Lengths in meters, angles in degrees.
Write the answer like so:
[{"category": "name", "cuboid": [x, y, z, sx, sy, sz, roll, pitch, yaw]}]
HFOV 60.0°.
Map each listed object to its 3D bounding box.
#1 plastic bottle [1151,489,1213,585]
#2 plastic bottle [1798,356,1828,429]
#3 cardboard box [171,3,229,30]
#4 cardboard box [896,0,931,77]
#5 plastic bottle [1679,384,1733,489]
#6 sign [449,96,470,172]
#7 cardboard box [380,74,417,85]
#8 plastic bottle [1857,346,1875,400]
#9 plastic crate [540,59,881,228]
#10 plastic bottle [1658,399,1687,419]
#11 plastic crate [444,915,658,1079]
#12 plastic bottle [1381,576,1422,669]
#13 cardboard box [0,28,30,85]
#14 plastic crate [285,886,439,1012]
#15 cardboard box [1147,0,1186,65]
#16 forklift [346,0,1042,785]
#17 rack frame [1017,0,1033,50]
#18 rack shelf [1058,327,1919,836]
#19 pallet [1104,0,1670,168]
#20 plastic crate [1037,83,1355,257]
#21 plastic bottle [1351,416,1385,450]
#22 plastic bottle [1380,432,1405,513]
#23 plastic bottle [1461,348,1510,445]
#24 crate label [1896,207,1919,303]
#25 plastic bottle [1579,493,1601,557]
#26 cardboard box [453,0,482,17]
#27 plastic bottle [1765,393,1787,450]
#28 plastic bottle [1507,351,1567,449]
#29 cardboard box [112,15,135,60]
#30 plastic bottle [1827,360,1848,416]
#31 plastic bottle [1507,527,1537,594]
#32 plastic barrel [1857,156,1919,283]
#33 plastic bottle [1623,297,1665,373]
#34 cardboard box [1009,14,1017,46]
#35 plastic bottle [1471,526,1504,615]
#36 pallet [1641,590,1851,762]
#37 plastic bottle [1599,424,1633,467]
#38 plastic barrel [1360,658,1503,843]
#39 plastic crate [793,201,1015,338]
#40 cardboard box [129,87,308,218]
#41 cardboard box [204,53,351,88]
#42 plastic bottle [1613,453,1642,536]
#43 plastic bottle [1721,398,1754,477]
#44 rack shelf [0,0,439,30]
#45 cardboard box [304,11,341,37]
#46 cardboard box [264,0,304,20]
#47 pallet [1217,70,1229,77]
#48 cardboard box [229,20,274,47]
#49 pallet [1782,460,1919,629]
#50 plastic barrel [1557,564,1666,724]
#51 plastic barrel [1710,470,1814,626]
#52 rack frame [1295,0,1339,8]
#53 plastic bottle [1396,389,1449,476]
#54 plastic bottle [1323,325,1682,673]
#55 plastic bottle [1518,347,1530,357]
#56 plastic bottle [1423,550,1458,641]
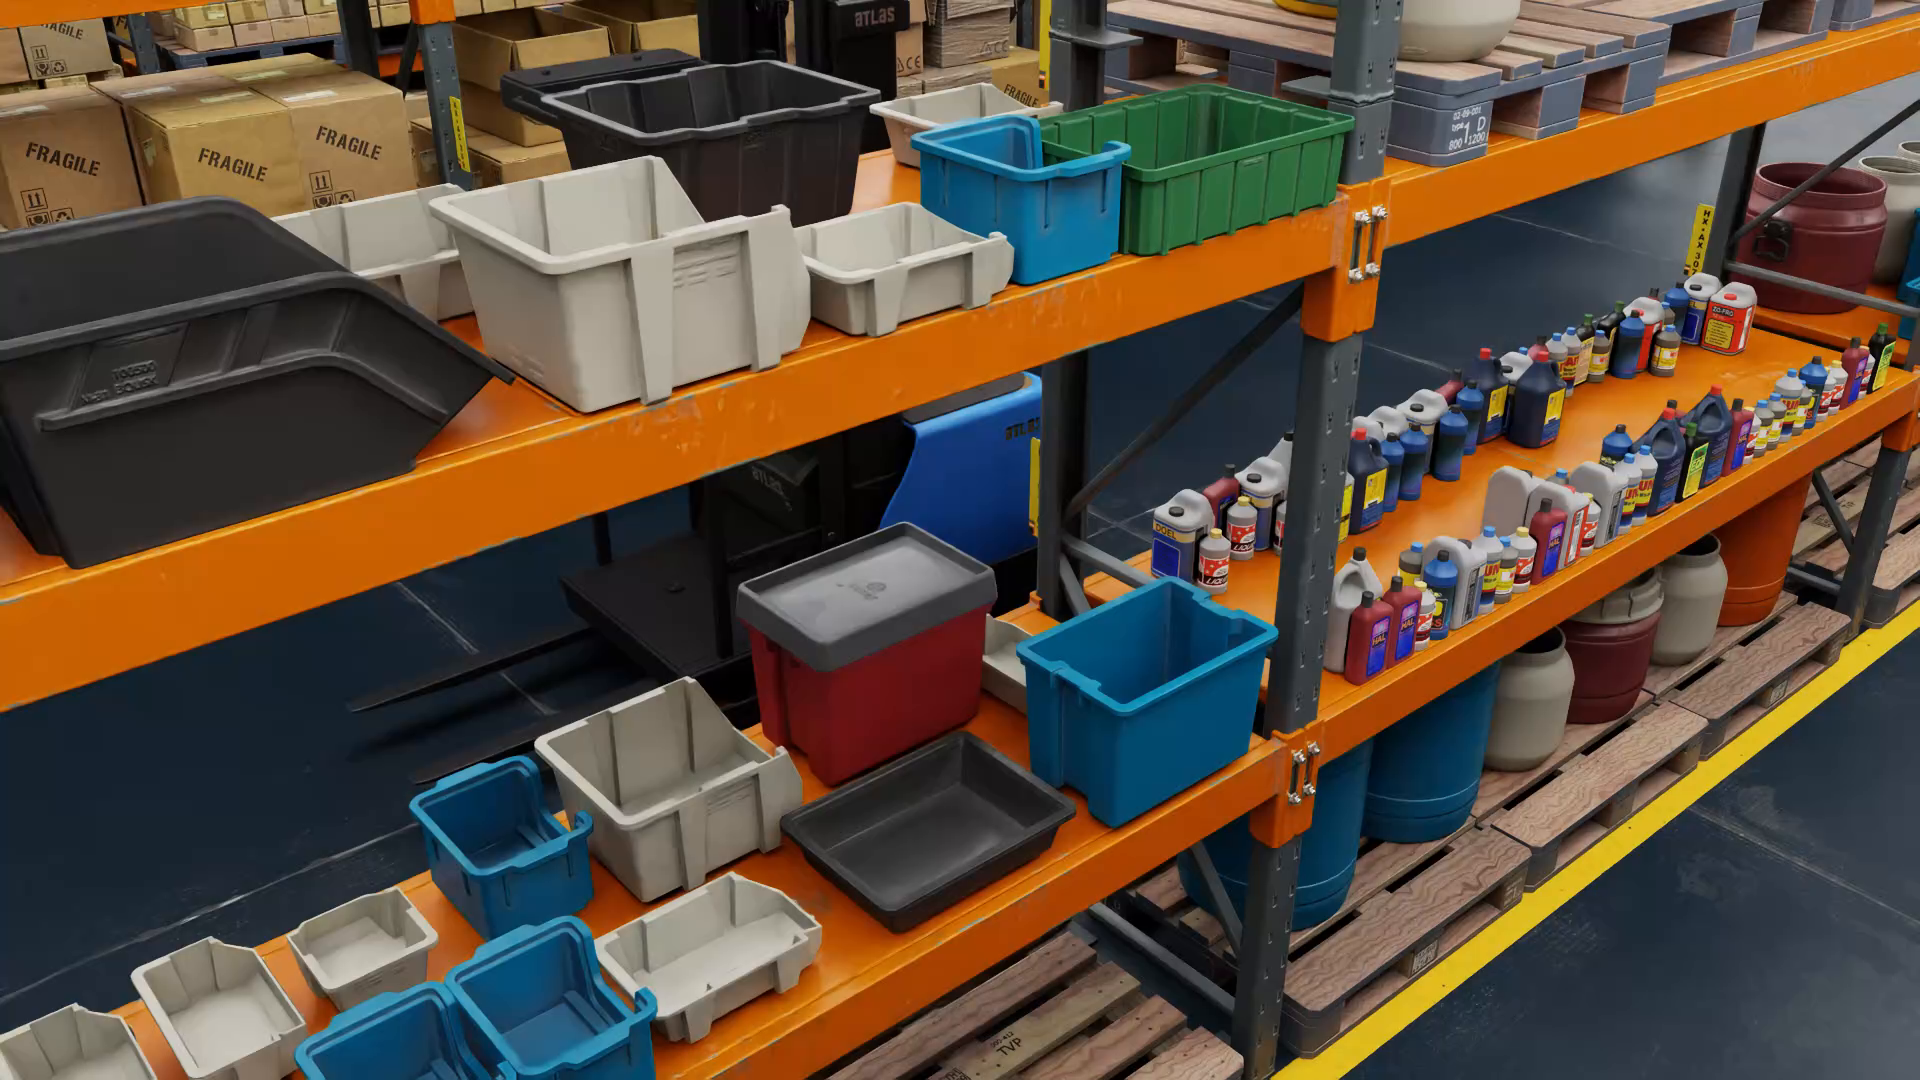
[{"category": "plastic bottle", "cuboid": [0.694, -0.011, 5.220, 0.135, 0.276, 0.152, -22, 35, -35]}, {"category": "plastic bottle", "cuboid": [3.193, -0.561, 6.253, 0.097, 0.271, 0.097, 0, 28, 0]}, {"category": "cardboard box", "cuboid": [-5.155, -3.576, 11.264, 0.250, 0.149, 0.380, -21, 35, -34]}, {"category": "cardboard box", "cuboid": [-0.632, -2.899, 9.322, 0.637, 0.503, 0.797, -21, 35, -34]}, {"category": "plastic bottle", "cuboid": [2.598, -0.371, 5.814, 0.185, 0.351, 0.144, -22, 35, -35]}, {"category": "sign", "cuboid": [-2.250, -1.823, 7.477, 0.005, 0.325, 0.100, -22, 35, -35]}, {"category": "cardboard box", "cuboid": [-4.558, -3.466, 12.964, 0.500, 0.250, 0.500, -24, 36, -37]}, {"category": "plastic bottle", "cuboid": [3.516, -0.660, 6.513, 0.097, 0.201, 0.097, 0, 28, 0]}, {"category": "plastic crate", "cuboid": [-0.519, -0.813, 3.545, 0.590, 0.269, 0.497, -22, 35, -35]}, {"category": "plastic bottle", "cuboid": [2.512, -0.370, 5.884, 0.133, 0.283, 0.061, -22, 35, -35]}, {"category": "plastic crate", "cuboid": [-0.808, 0.990, 3.330, 0.300, 0.233, 0.416, -22, 35, -35]}, {"category": "plastic bottle", "cuboid": [1.261, 0.222, 4.776, 0.133, 0.283, 0.061, -22, 35, -35]}, {"category": "cardboard box", "cuboid": [-6.334, -3.182, 10.600, 0.500, 0.500, 0.500, -23, 36, -36]}, {"category": "plastic crate", "cuboid": [-1.297, 0.895, 3.609, 0.250, 0.136, 0.298, -22, 35, -35]}, {"category": "cardboard box", "cuboid": [1.177, -3.444, 10.961, 0.500, 0.500, 0.700, -16, 32, -28]}, {"category": "forklift", "cuboid": [-1.041, -0.771, 6.584, 3.031, 2.935, 1.130, -21, 35, -34]}, {"category": "rack frame", "cuboid": [0.333, -5.862, 16.036, 0.127, 3.000, 1.000, -22, 35, -35]}, {"category": "rack shelf", "cuboid": [2.125, -0.124, 6.062, 4.000, 0.370, 1.077, -22, 35, -35]}, {"category": "pallet", "cuboid": [1.137, -1.344, 4.600, 1.003, 0.211, 1.213, -22, 35, -35]}, {"category": "plastic crate", "cuboid": [0.478, -0.821, 3.646, 0.662, 0.188, 0.450, -22, 35, -35]}, {"category": "plastic bottle", "cuboid": [1.355, -0.277, 5.718, 0.135, 0.276, 0.152, -22, 35, -35]}, {"category": "plastic bottle", "cuboid": [1.450, -0.236, 5.646, 0.097, 0.271, 0.097, 0, 28, 0]}, {"category": "plastic bottle", "cuboid": [1.929, -0.543, 6.136, 0.185, 0.351, 0.144, -22, 35, -35]}, {"category": "crate label", "cuboid": [4.578, -1.275, 7.417, 0.616, 0.435, 0.502, -22, 35, -35]}, {"category": "plastic bottle", "cuboid": [2.013, -0.056, 5.382, 0.097, 0.201, 0.097, 0, 28, 0]}, {"category": "cardboard box", "cuboid": [-3.767, -4.006, 12.385, 0.250, 0.149, 0.380, -21, 34, -33]}, {"category": "plastic bottle", "cuboid": [2.970, -0.440, 6.102, 0.097, 0.201, 0.097, 0, 28, 0]}, {"category": "plastic bottle", "cuboid": [2.130, -0.530, 6.111, 0.185, 0.351, 0.144, -22, 35, -35]}, {"category": "cardboard box", "cuboid": [-7.941, -4.904, 16.053, 0.875, 0.875, 0.875, -21, 34, -34]}, {"category": "plastic bottle", "cuboid": [3.341, -0.589, 6.381, 0.097, 0.201, 0.097, 0, 28, 0]}, {"category": "plastic bottle", "cuboid": [1.736, 0.056, 5.173, 0.097, 0.201, 0.097, 0, 28, 0]}, {"category": "plastic barrel", "cuboid": [4.291, -1.494, 7.744, 0.421, 0.512, 0.421, 0, 28, 0]}, {"category": "plastic bottle", "cuboid": [2.756, -0.840, 6.771, 0.135, 0.276, 0.152, -22, 35, -35]}, {"category": "cardboard box", "cuboid": [-0.081, -4.833, 16.052, 0.750, 0.750, 1.050, -22, 35, -35]}, {"category": "plastic bottle", "cuboid": [1.587, 0.085, 5.045, 0.097, 0.271, 0.097, 0, 28, 0]}, {"category": "pallet", "cuboid": [3.074, 0.433, 7.216, 1.213, 0.211, 1.003, -22, 35, -35]}, {"category": "plastic bottle", "cuboid": [2.244, -0.269, 5.707, 0.097, 0.271, 0.097, 0, 28, 0]}, {"category": "plastic barrel", "cuboid": [1.567, 0.534, 5.849, 0.708, 0.901, 0.600, -22, 35, -35]}, {"category": "plastic crate", "cuboid": [-0.117, -0.510, 3.120, 0.466, 0.136, 0.293, -22, 35, -35]}, {"category": "cardboard box", "cuboid": [-3.171, -1.613, 7.133, 0.500, 0.500, 0.500, -21, 35, -34]}, {"category": "cardboard box", "cuboid": [-3.141, -1.946, 7.757, 0.500, 0.500, 0.500, -22, 35, -35]}, {"category": "plastic bottle", "cuboid": [2.190, -0.157, 5.499, 0.097, 0.271, 0.097, 0, 28, 0]}, {"category": "plastic bottle", "cuboid": [2.746, -0.375, 5.893, 0.133, 0.283, 0.061, -22, 35, -35]}, {"category": "rack shelf", "cuboid": [-4.133, -1.999, 6.389, 4.000, 0.370, 1.077, -22, 35, -35]}, {"category": "cardboard box", "cuboid": [-4.564, -3.683, 11.780, 0.250, 0.149, 0.380, -21, 35, -34]}, {"category": "cardboard box", "cuboid": [-4.763, -3.735, 11.562, 0.250, 0.149, 0.380, -21, 35, -34]}, {"category": "pallet", "cuboid": [1.911, -3.365, 11.567, 1.213, 0.211, 1.003, -22, 35, -35]}, {"category": "cardboard box", "cuboid": [-4.948, -3.531, 11.497, 0.250, 0.149, 0.380, -21, 35, -34]}, {"category": "pallet", "cuboid": [4.261, -0.046, 8.112, 1.213, 0.211, 1.003, -22, 35, -35]}, {"category": "plastic barrel", "cuboid": [2.426, 0.327, 6.569, 0.708, 0.588, 0.600, -22, 35, -35]}, {"category": "plastic barrel", "cuboid": [6.565, 0.748, 3.267, 0.708, 2.957, 10.706, -22, 35, -35]}, {"category": "rack frame", "cuboid": [0.602, -2.476, 3.336, 0.053, 2.616, 0.949, -22, 35, -35]}, {"category": "plastic bottle", "cuboid": [1.634, -0.389, 5.927, 0.135, 0.276, 0.152, -22, 35, -35]}, {"category": "plastic bottle", "cuboid": [1.973, -0.312, 5.703, 2.872, 0.351, 0.643, -22, 35, -35]}, {"category": "plastic bottle", "cuboid": [2.123, -0.601, 6.328, 0.097, 0.271, 0.097, 0, 28, 0]}, {"category": "plastic bottle", "cuboid": [1.411, 0.156, 4.912, 0.097, 0.271, 0.097, 0, 28, 0]}]
